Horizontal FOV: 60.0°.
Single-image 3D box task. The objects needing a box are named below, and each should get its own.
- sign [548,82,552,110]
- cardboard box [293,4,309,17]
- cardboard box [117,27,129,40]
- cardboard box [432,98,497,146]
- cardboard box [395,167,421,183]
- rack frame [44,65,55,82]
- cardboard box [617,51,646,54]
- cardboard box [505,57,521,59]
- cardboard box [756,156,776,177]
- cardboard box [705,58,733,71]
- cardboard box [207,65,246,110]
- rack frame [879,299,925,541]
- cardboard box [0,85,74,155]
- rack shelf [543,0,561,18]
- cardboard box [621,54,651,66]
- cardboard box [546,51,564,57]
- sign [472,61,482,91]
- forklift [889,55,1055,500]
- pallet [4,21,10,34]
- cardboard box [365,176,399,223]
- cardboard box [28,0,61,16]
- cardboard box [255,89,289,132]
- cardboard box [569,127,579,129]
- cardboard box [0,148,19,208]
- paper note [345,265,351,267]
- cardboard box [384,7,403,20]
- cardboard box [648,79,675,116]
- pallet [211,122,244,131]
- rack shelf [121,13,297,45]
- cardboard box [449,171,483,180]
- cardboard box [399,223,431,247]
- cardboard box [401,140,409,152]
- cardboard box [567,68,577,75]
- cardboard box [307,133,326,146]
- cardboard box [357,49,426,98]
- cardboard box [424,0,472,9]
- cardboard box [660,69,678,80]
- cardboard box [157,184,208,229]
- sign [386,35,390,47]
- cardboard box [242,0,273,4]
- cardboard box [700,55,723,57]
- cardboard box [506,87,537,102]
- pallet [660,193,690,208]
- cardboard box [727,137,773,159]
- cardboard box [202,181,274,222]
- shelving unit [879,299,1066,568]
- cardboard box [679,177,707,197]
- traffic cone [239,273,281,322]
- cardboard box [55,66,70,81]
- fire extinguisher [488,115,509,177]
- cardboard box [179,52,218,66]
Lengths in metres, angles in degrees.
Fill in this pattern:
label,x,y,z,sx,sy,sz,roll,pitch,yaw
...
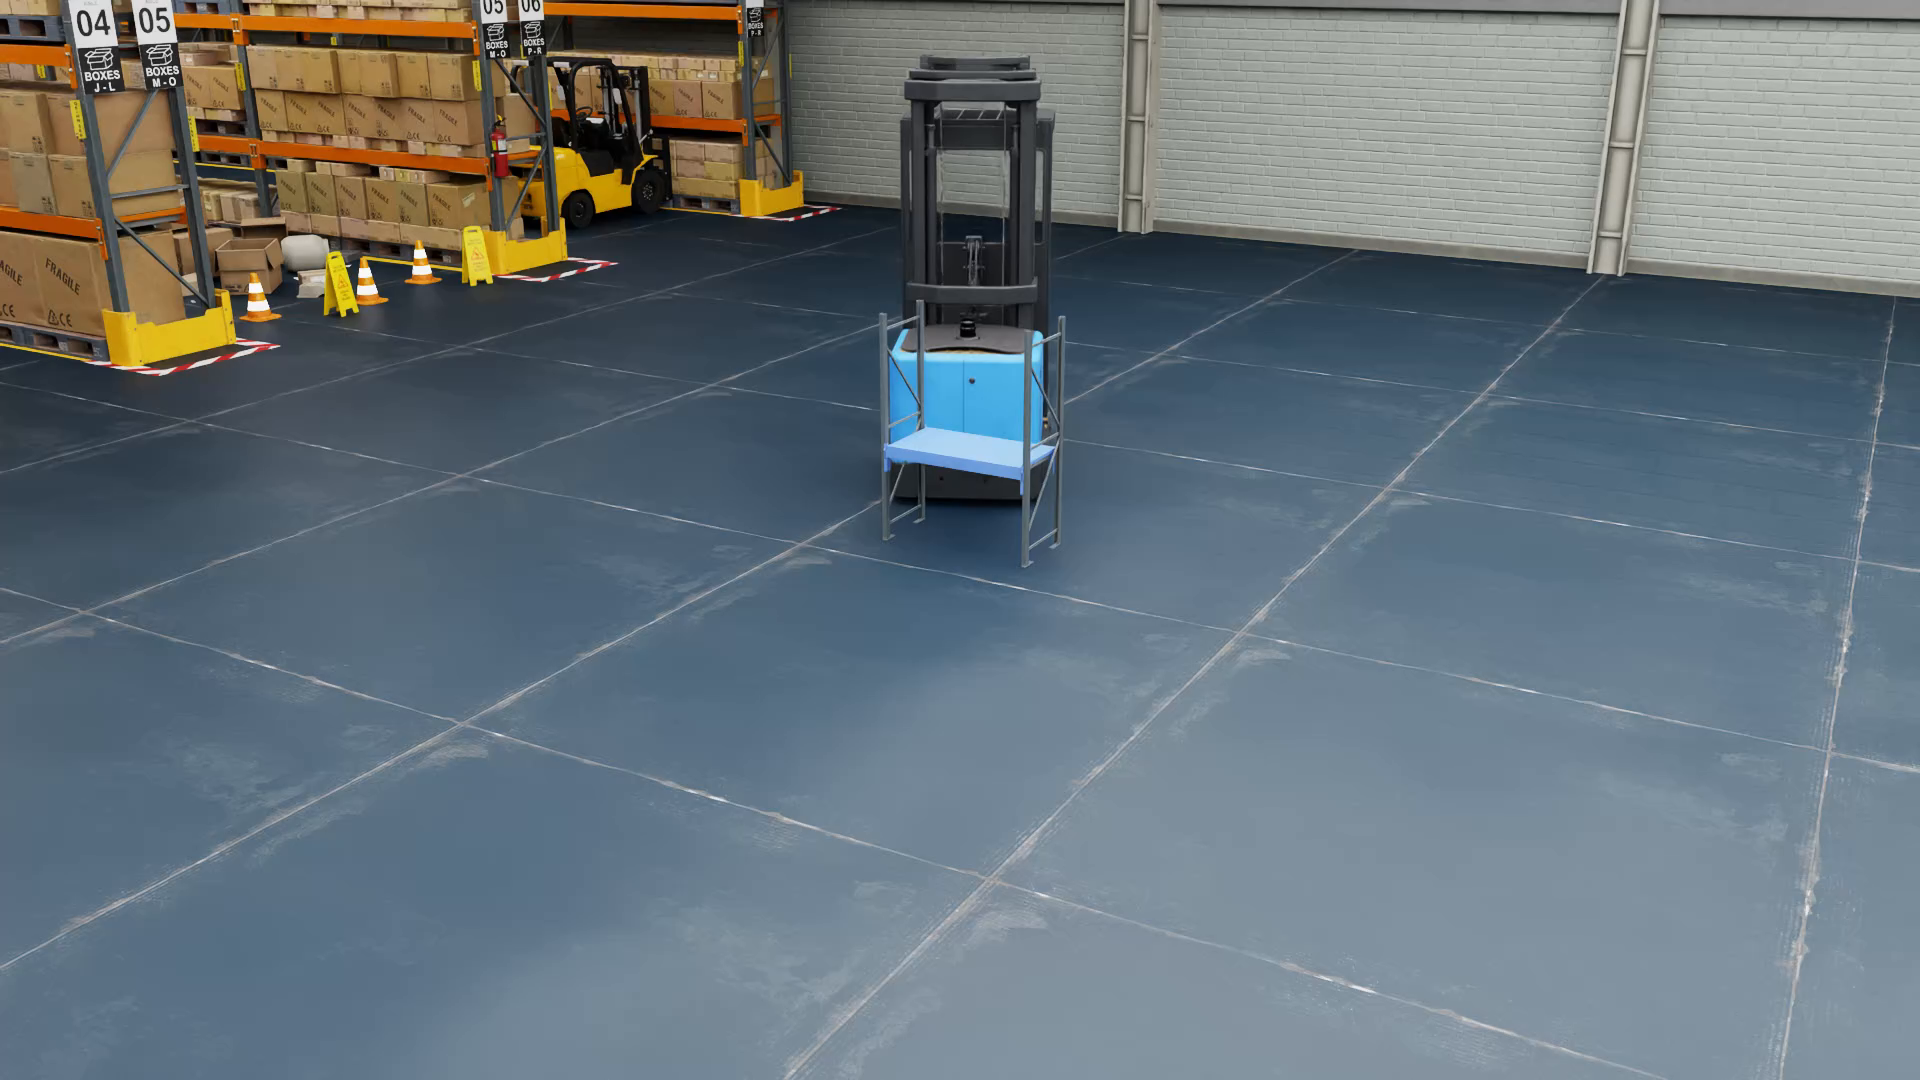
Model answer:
label,x,y,z,sx,sy,sz,roll,pitch,yaw
sign,-4.872,-5.253,19.677,0.005,0.325,0.100,11,23,27
cardboard box,-7.805,-6.394,20.064,0.250,0.149,0.380,12,23,29
cardboard box,-15.113,-8.840,29.520,0.500,0.500,0.500,11,23,29
cardboard box,-5.744,-4.879,19.334,0.500,0.500,0.500,10,22,26
cardboard box,-6.534,-4.386,19.922,0.250,0.149,0.380,11,23,28
rack frame,-12.120,-6.014,23.047,0.127,3.000,1.000,11,23,27
cardboard box,-4.883,-7.190,24.753,0.250,0.149,0.380,10,22,26
cardboard box,-6.839,-7.404,25.779,0.250,0.149,0.380,11,23,27
cardboard box,-3.028,-5.442,24.153,0.500,0.250,0.500,11,23,28
cardboard box,-3.365,-6.683,23.355,0.250,0.149,0.380,11,23,27
cardboard box,-9.144,-5.742,21.097,0.500,0.500,0.500,10,22,26
rack frame,-0.369,-0.775,10.803,0.032,1.500,0.500,11,23,27
cardboard box,-8.292,-3.909,15.439,0.550,0.550,0.875,11,23,27
rack shelf,-7.957,-8.232,25.816,4.000,0.370,1.077,11,23,27
cardboard box,-4.688,-6.951,24.095,0.250,0.149,0.380,11,23,28
cardboard box,-6.077,-7.178,24.720,0.250,0.149,0.380,11,23,28
sign,-5.424,-5.215,18.681,0.005,0.325,0.100,11,23,27
forklift,0.136,-2.109,12.380,1.130,2.935,3.031,1,20,4
pallet,-9.184,-4.885,15.664,1.213,0.211,1.003,11,23,27
cardboard box,-6.857,-4.169,20.275,0.500,0.500,0.500,10,22,26
cardboard box,-7.918,-4.684,14.587,0.250,0.149,0.380,11,23,27
cardboard box,-8.380,-5.380,20.715,0.500,0.500,0.500,11,23,27
cardboard box,-5.687,-6.178,25.448,0.500,0.250,0.500,11,23,28
cardboard box,-8.727,-3.528,15.972,0.550,0.550,0.875,11,23,27
paper note,-7.358,-3.268,19.830,0.148,0.019,0.142,3,20,9
cardboard box,-6.462,-6.127,19.328,0.250,0.149,0.380,11,22,27
cardboard box,-4.172,-6.387,23.928,0.500,0.500,0.500,10,22,26
pallet,-10.372,-5.607,22.206,1.213,0.211,1.003,11,23,27
rack shelf,-10.374,-6.754,21.741,4.000,0.370,1.077,11,23,27
cardboard box,-6.185,-4.247,20.492,0.500,0.500,0.500,10,22,25
cardboard box,-6.422,-3.732,20.170,0.500,0.250,0.500,11,23,27
cardboard box,-6.450,-4.741,19.904,0.250,0.149,0.380,11,23,28
cardboard box,-5.593,-6.971,24.585,0.250,0.149,0.380,11,23,27
cardboard box,-7.818,-4.970,20.536,0.250,0.149,0.380,12,23,29
cardboard box,-6.622,-5.501,19.583,0.500,0.500,0.700,10,22,27
cardboard box,-5.714,-6.168,18.856,0.500,0.250,0.500,10,22,27
cardboard box,-4.059,-6.659,23.724,0.250,0.149,0.380,10,22,26
cardboard box,-9.470,-3.995,20.035,0.500,0.500,0.500,11,23,27
sign,-9.435,-8.203,27.382,0.005,0.325,0.100,11,23,27
cardboard box,-8.378,-6.674,20.250,0.500,0.250,0.500,10,22,26
cardboard box,-3.566,-6.912,23.988,0.250,0.149,0.380,11,23,28
cardboard box,-6.778,-6.763,25.330,0.500,0.250,0.500,11,23,29
pallet,-4.468,-5.169,24.806,1.213,0.211,1.003,11,23,27
cardboard box,-3.046,-5.673,24.057,0.500,0.250,0.500,10,22,26
cardboard box,-9.717,-4.516,22.155,0.625,0.372,0.950,12,23,31
shelving unit,0.074,-0.691,10.570,1.048,1.500,0.538,11,23,27
cardboard box,-3.713,-5.137,24.044,0.500,0.250,0.500,11,23,27
traffic cone,-7.233,-2.512,17.112,0.334,0.463,0.336,11,23,27
cardboard box,-11.840,-6.255,22.511,0.500,0.500,0.500,10,22,26
fire extinguisher,-5.261,-4.491,18.962,0.183,0.674,0.296,11,23,27
cardboard box,-9.749,-6.159,21.295,0.250,0.149,0.380,10,22,26
